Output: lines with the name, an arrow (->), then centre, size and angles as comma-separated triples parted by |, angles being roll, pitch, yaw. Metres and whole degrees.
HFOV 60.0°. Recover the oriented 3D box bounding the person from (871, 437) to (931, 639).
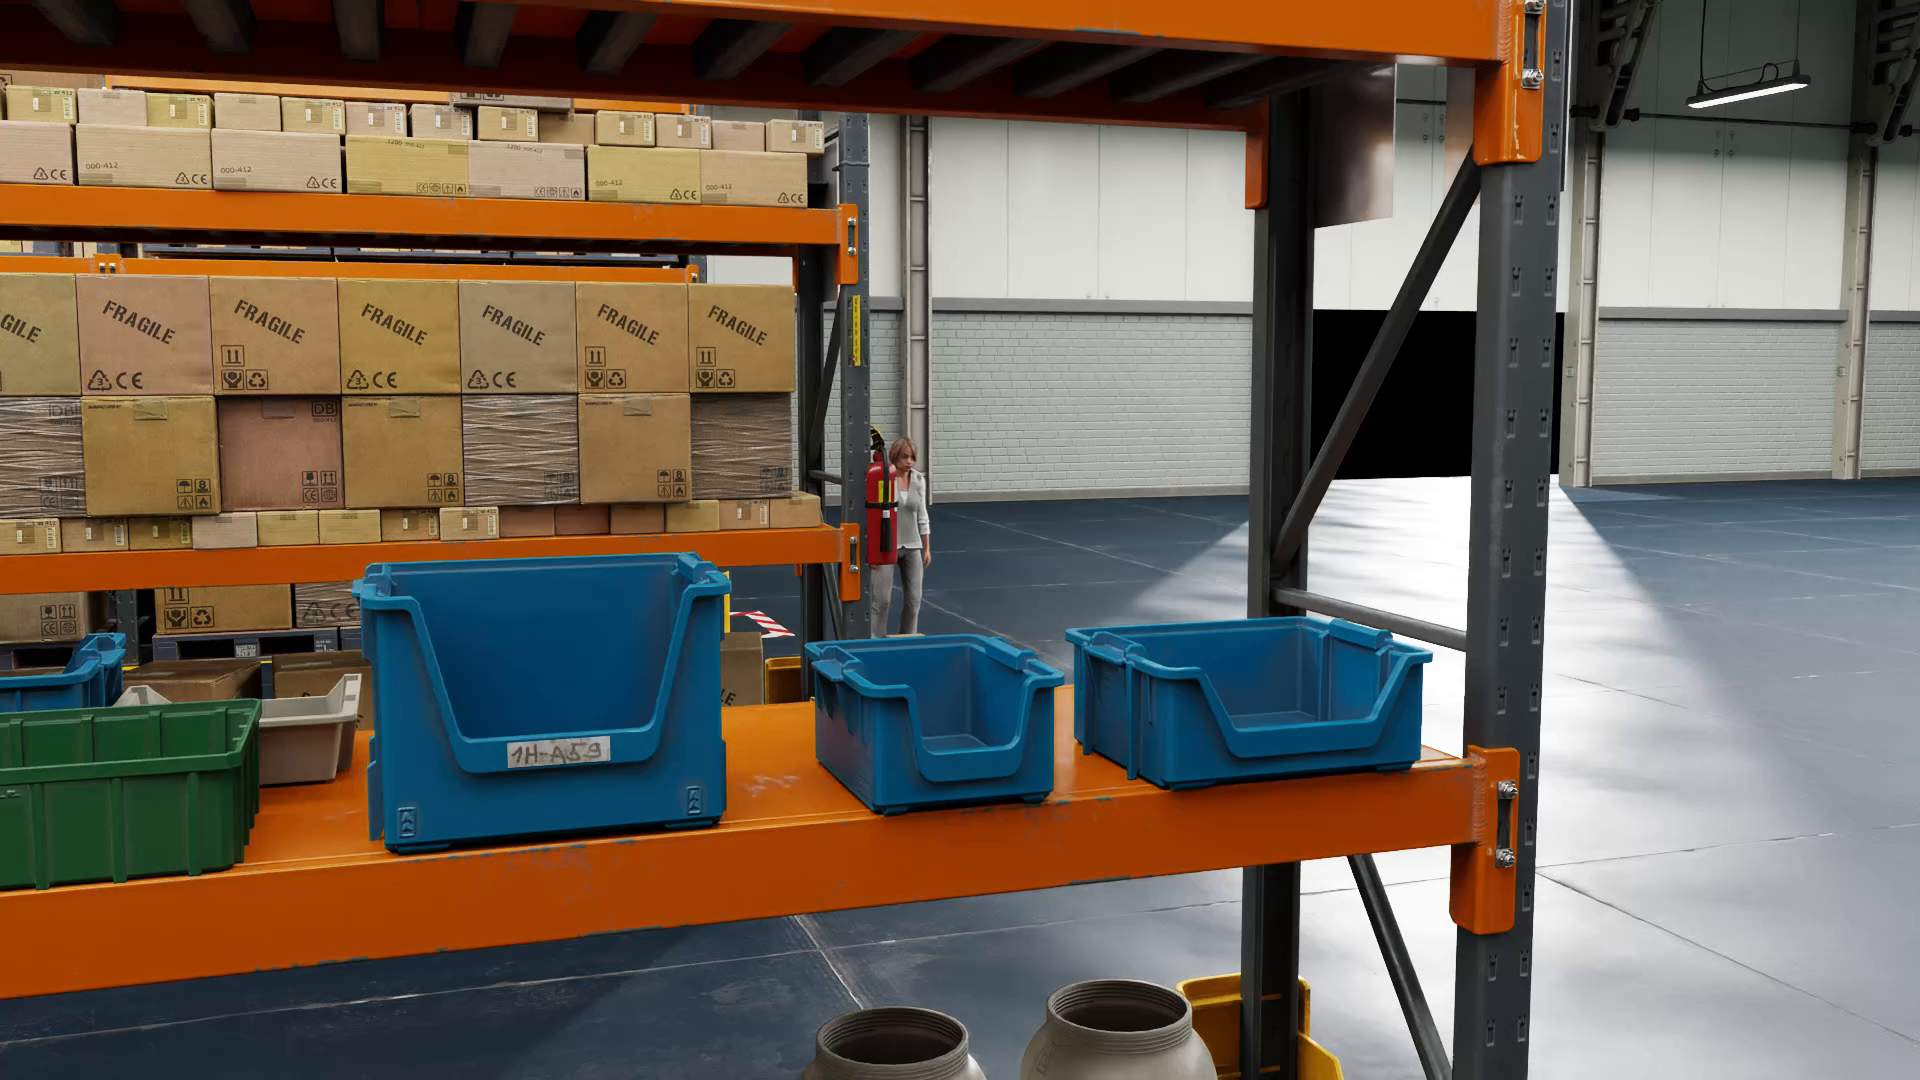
person -> -0.427, 0.090, 11.416 | 0.484, 1.592, 0.347 | -2, 6, -22
